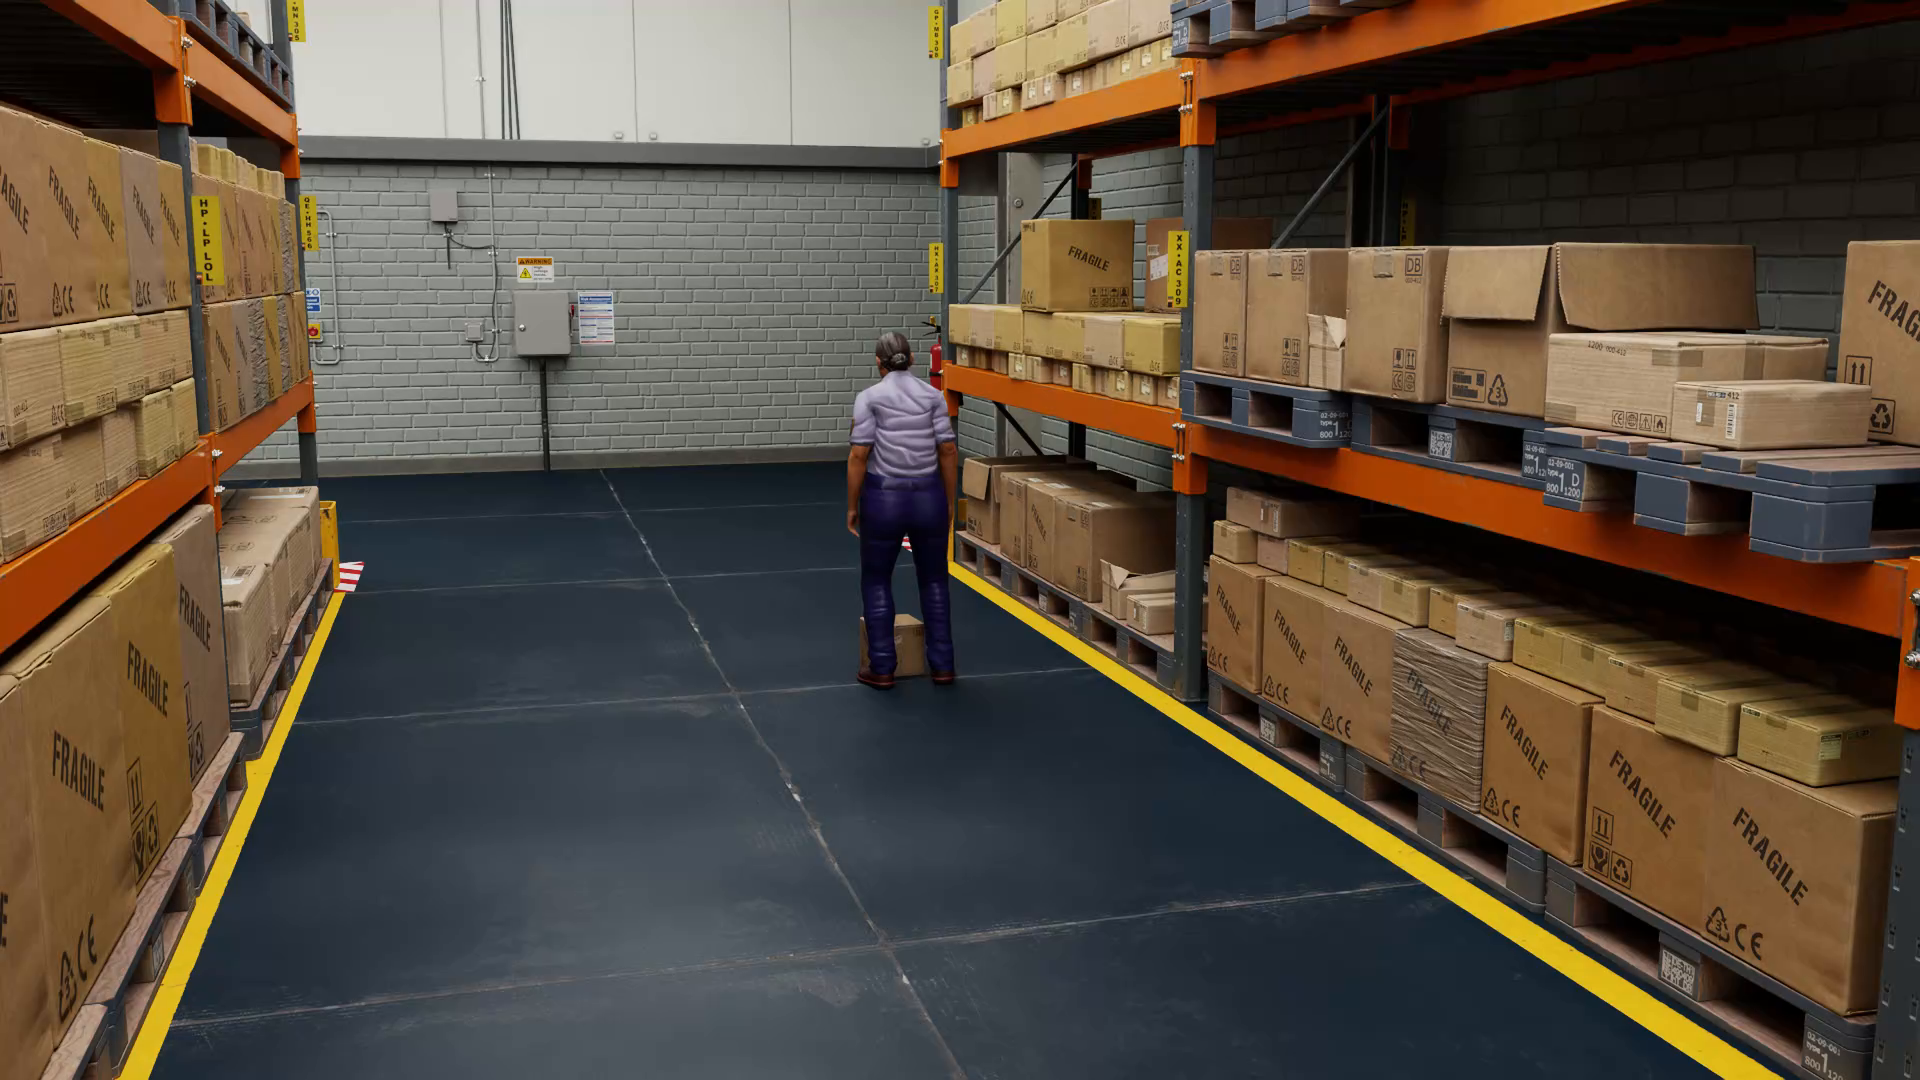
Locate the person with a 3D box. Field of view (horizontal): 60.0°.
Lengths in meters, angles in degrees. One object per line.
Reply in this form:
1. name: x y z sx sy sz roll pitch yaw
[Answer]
1. person: -0.265 -0.142 7.766 0.549 1.651 0.331 -3 10 -17
